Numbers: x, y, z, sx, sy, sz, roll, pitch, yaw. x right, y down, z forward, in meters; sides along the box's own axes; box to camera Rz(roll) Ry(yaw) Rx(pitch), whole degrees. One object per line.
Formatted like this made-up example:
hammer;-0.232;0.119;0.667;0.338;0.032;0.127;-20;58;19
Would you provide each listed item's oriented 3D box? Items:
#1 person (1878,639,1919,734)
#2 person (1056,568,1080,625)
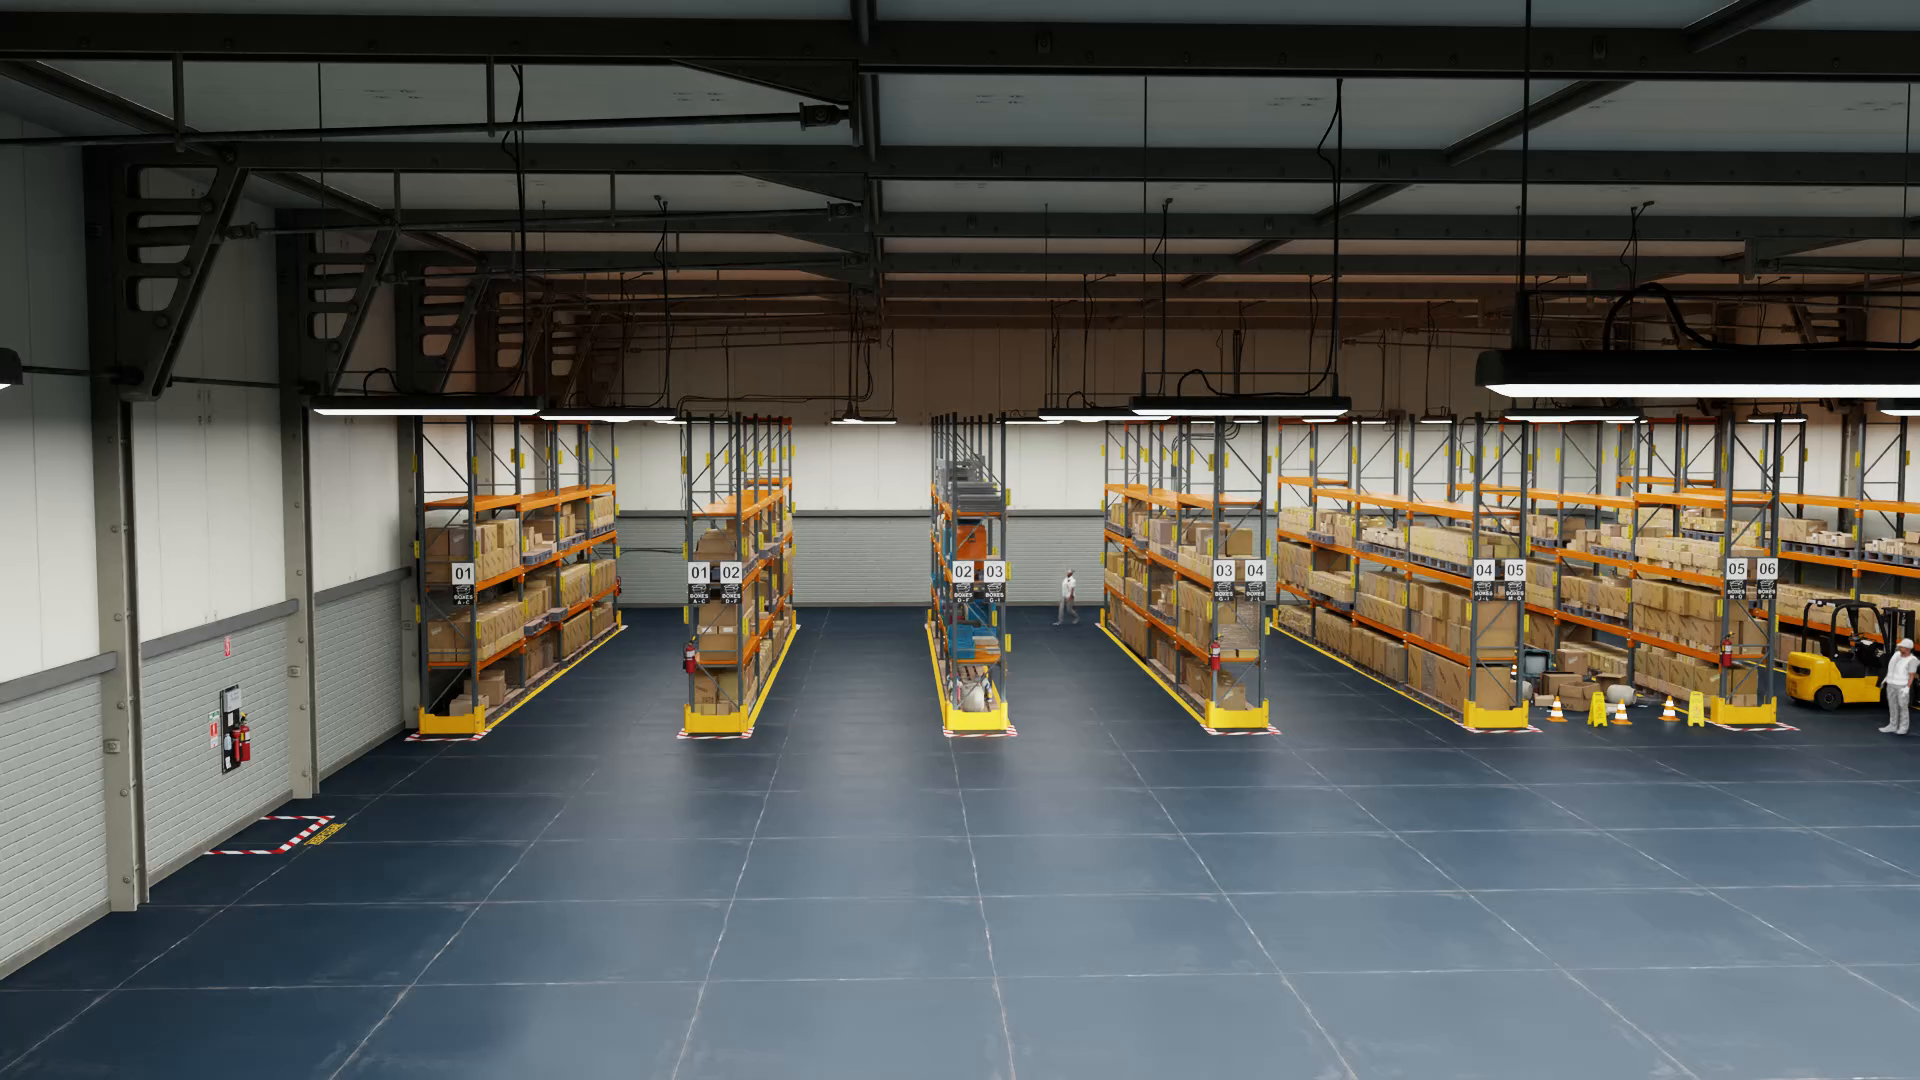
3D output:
person;17.500;2.719;31.043;0.435;1.782;0.674;-2;4;-22
person;3.152;1.631;47.935;0.761;1.650;0.487;-2;5;-31
